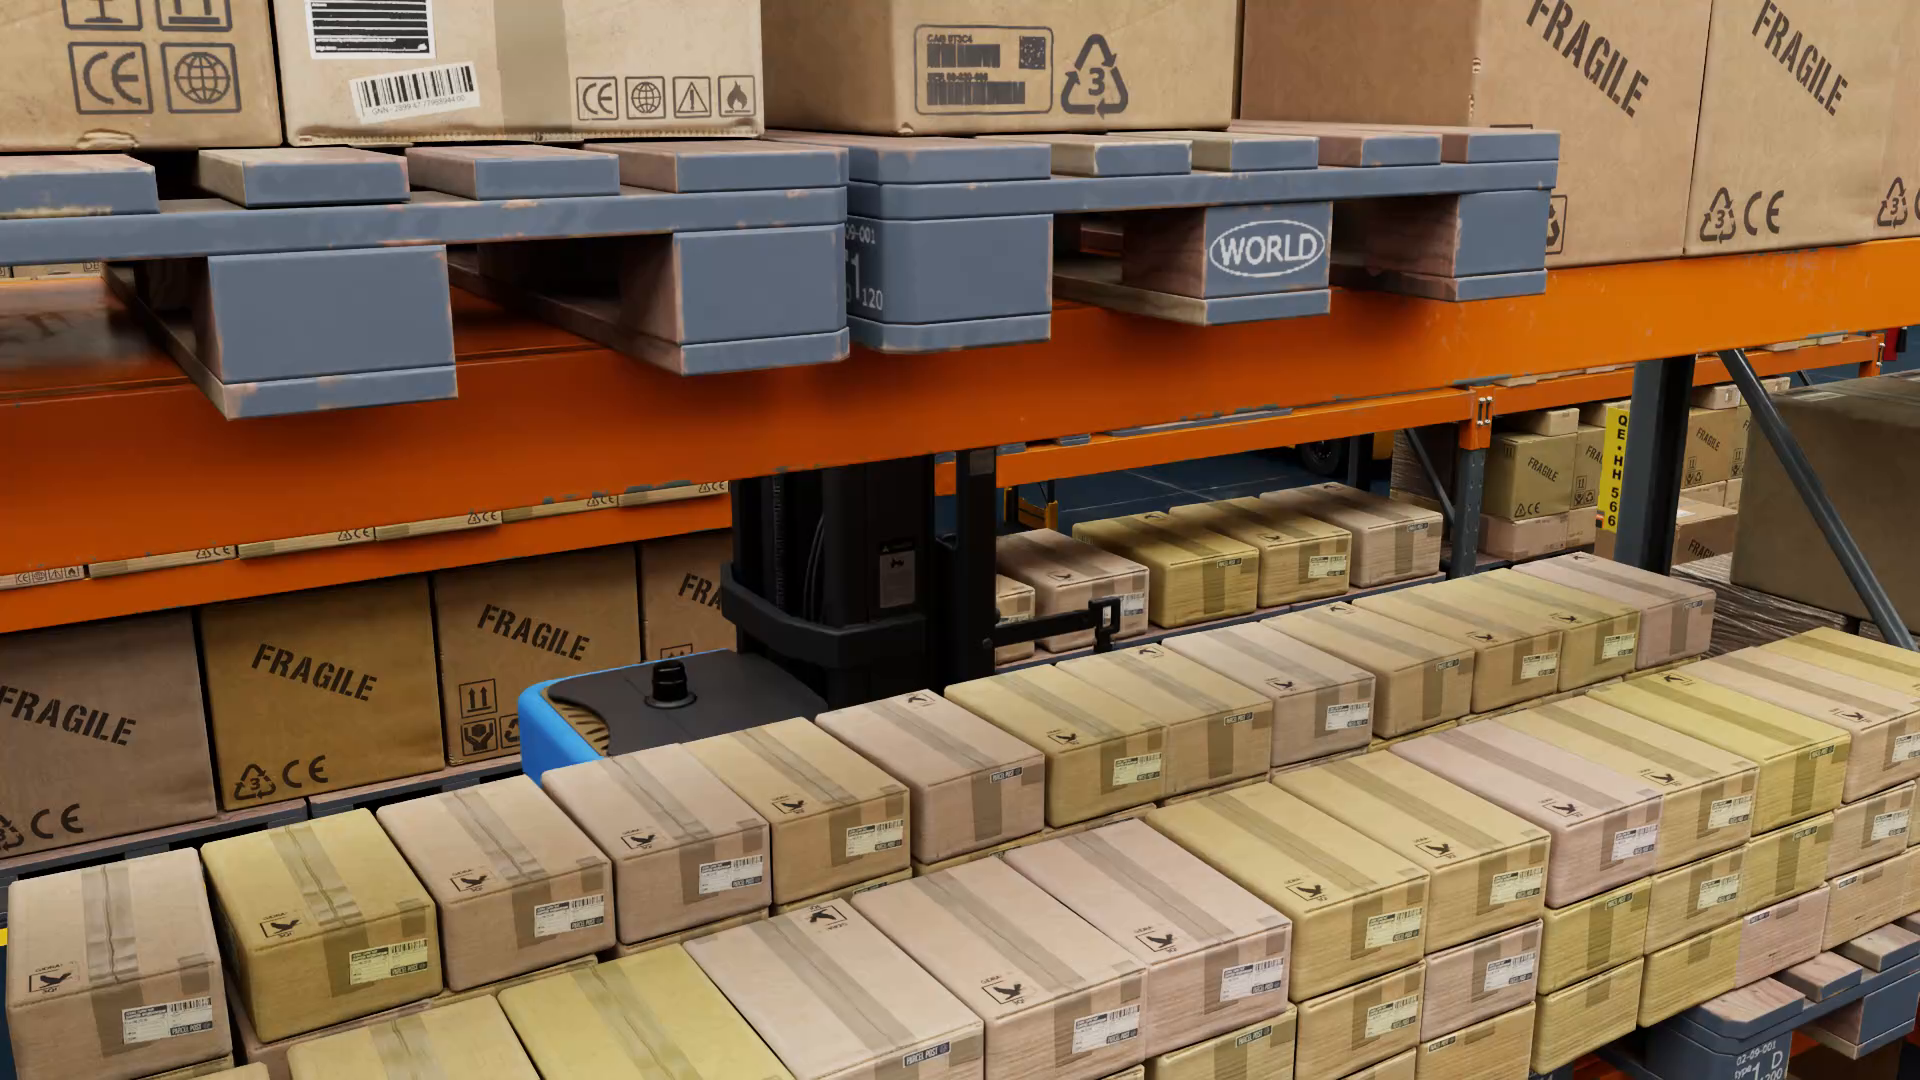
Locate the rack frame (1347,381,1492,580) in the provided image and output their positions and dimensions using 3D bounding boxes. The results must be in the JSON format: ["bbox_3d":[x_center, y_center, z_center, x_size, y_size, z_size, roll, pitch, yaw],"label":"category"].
[{"bbox_3d":[2.801,-1.181,10.065,0.127,3.000,1.000,-9,18,-30],"label":"rack frame"}]

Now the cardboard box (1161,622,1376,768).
[{"bbox_3d":[0.613,0.304,3.354,0.250,0.149,0.380,-8,18,-27],"label":"cardboard box"}]

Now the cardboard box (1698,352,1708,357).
[{"bbox_3d":[4.700,-1.307,10.979,0.250,0.149,0.380,-9,18,-30],"label":"cardboard box"}]

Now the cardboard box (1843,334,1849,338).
[{"bbox_3d":[6.020,-1.515,11.721,0.250,0.149,0.380,-9,18,-28],"label":"cardboard box"}]

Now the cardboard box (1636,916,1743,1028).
[{"bbox_3d":[1.173,0.704,3.029,0.250,0.149,0.380,-9,18,-30],"label":"cardboard box"}]

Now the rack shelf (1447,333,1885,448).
[{"bbox_3d":[4.516,-1.113,11.154,4.000,0.370,1.077,-9,18,-30],"label":"rack shelf"}]

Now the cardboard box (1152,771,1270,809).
[{"bbox_3d":[0.388,0.482,3.270,0.250,0.149,0.380,-9,18,-30],"label":"cardboard box"}]

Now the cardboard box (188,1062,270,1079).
[{"bbox_3d":[-0.846,0.746,1.775,0.250,0.149,0.380,-8,18,-27],"label":"cardboard box"}]

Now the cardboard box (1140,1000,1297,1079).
[{"bbox_3d":[0.277,0.706,2.470,0.250,0.149,0.380,-10,18,-31],"label":"cardboard box"}]

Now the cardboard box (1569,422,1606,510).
[{"bbox_3d":[3.899,-0.517,10.623,0.500,0.500,0.500,-8,18,-27],"label":"cardboard box"}]

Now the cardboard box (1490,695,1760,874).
[{"bbox_3d":[1.157,0.422,2.934,0.250,0.149,0.380,-9,18,-28],"label":"cardboard box"}]

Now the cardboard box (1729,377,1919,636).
[{"bbox_3d":[2.399,-0.083,4.112,0.500,0.500,0.700,-9,18,-30],"label":"cardboard box"}]

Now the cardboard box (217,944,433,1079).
[{"bbox_3d":[-0.955,0.700,2.492,0.250,0.149,0.380,-9,18,-29],"label":"cardboard box"}]

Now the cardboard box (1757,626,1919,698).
[{"bbox_3d":[1.825,0.313,3.322,0.250,0.149,0.380,-10,19,-32],"label":"cardboard box"}]

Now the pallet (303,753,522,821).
[{"bbox_3d":[-2.386,0.978,7.528,1.213,0.211,1.003,-9,18,-30],"label":"pallet"}]

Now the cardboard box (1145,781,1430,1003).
[{"bbox_3d":[0.492,0.528,2.554,0.250,0.149,0.380,-9,18,-28],"label":"cardboard box"}]

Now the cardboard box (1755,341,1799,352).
[{"bbox_3d":[5.424,-1.380,11.241,0.250,0.149,0.380,-9,18,-29],"label":"cardboard box"}]

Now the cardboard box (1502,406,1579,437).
[{"bbox_3d":[3.584,-0.756,10.273,0.250,0.149,0.380,-9,18,-29],"label":"cardboard box"}]

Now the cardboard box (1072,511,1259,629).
[{"bbox_3d":[1.144,0.153,9.396,0.625,0.372,0.950,-9,18,-28],"label":"cardboard box"}]

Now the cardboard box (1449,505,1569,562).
[{"bbox_3d":[3.446,-0.079,10.449,0.500,0.250,0.500,-10,19,-32],"label":"cardboard box"}]

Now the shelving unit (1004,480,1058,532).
[{"bbox_3d":[0.065,-0.733,11.245,1.083,1.500,0.587,-9,18,-30],"label":"shelving unit"}]

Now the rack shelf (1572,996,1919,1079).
[{"bbox_3d":[0.294,1.131,3.152,4.000,0.370,1.077,-9,18,-30],"label":"rack shelf"}]

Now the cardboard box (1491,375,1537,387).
[{"bbox_3d":[3.237,-1.030,9.991,0.250,0.149,0.380,-9,18,-30],"label":"cardboard box"}]

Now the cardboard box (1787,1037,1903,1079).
[{"bbox_3d":[2.577,1.324,4.521,0.750,0.750,1.050,-9,18,-30],"label":"cardboard box"}]

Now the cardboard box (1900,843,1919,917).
[{"bbox_3d":[1.822,0.600,3.399,0.250,0.149,0.380,-9,18,-29],"label":"cardboard box"}]

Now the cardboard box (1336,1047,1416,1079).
[{"bbox_3d":[0.489,0.816,2.630,0.250,0.149,0.380,-10,19,-32],"label":"cardboard box"}]

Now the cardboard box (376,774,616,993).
[{"bbox_3d":[-0.724,0.521,2.580,0.250,0.149,0.380,-10,18,-31],"label":"cardboard box"}]

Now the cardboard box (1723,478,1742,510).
[{"bbox_3d":[5.228,-0.370,11.490,0.500,0.250,0.500,-9,18,-30],"label":"cardboard box"}]

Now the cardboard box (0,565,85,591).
[{"bbox_3d":[-3.543,0.003,6.119,0.500,0.250,0.500,-10,18,-31],"label":"cardboard box"}]

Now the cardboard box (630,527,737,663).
[{"bbox_3d":[-1.262,0.273,8.038,0.875,0.875,0.875,-9,18,-30],"label":"cardboard box"}]

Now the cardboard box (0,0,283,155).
[{"bbox_3d":[-1.039,-0.660,1.685,0.500,0.500,0.700,-9,18,-30],"label":"cardboard box"}]

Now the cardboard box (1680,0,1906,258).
[{"bbox_3d":[1.228,-0.775,2.876,0.500,0.500,0.500,-9,18,-30],"label":"cardboard box"}]

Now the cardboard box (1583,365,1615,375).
[{"bbox_3d":[3.868,-1.147,10.409,0.250,0.149,0.380,-9,18,-28],"label":"cardboard box"}]

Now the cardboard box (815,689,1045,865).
[{"bbox_3d":[-0.059,0.413,2.965,0.250,0.149,0.380,-10,19,-32],"label":"cardboard box"}]

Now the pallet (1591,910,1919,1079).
[{"bbox_3d":[1.453,0.722,3.631,1.003,0.211,1.213,-9,18,-30],"label":"pallet"}]

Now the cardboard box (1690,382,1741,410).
[{"bbox_3d":[4.954,-0.980,11.073,0.250,0.149,0.380,-8,18,-27],"label":"cardboard box"}]

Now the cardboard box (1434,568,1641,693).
[{"bbox_3d":[1.284,0.196,3.738,0.250,0.149,0.380,-10,18,-31],"label":"cardboard box"}]

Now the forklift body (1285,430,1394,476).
[{"bbox_3d":[2.985,-1.790,13.812,1.214,2.155,2.313,-9,18,-30],"label":"forklift body"}]

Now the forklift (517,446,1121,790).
[{"bbox_3d":[0.010,0.022,5.900,3.031,2.935,1.130,-9,18,-30],"label":"forklift"}]

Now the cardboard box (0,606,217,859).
[{"bbox_3d":[-3.566,0.647,6.702,0.875,0.875,0.875,-9,18,-28],"label":"cardboard box"}]

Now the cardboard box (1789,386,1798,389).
[{"bbox_3d":[5.678,-0.805,11.650,0.500,0.500,0.500,-9,18,-29],"label":"cardboard box"}]

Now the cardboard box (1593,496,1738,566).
[{"bbox_3d":[3.744,0.066,8.846,0.500,0.500,0.500,-9,18,-30],"label":"cardboard box"}]

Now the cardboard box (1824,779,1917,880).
[{"bbox_3d":[1.592,0.493,3.229,0.250,0.149,0.380,-8,18,-28],"label":"cardboard box"}]

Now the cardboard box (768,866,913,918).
[{"bbox_3d":[-0.286,0.591,2.879,0.250,0.149,0.380,-10,19,-33],"label":"cardboard box"}]

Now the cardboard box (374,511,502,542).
[{"bbox_3d":[-2.219,-0.204,6.858,0.500,0.250,0.500,-10,18,-31],"label":"cardboard box"}]

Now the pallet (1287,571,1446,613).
[{"bbox_3d":[2.135,0.270,10.054,1.213,0.211,1.003,-9,18,-30],"label":"pallet"}]

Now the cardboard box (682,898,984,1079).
[{"bbox_3d":[-0.173,0.637,2.165,0.250,0.149,0.380,-9,18,-30],"label":"cardboard box"}]

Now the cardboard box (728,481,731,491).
[{"bbox_3d":[-0.927,-0.422,7.637,0.500,0.250,0.500,-10,18,-32],"label":"cardboard box"}]

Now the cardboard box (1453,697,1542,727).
[{"bbox_3d":[1.032,0.379,3.638,0.250,0.149,0.380,-10,18,-31],"label":"cardboard box"}]

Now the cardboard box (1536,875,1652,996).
[{"bbox_3d":[0.938,0.599,2.851,0.250,0.149,0.380,-9,18,-30],"label":"cardboard box"}]

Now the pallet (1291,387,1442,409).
[{"bbox_3d":[2.071,-1.016,9.832,1.213,0.211,1.003,-9,18,-30],"label":"pallet"}]
